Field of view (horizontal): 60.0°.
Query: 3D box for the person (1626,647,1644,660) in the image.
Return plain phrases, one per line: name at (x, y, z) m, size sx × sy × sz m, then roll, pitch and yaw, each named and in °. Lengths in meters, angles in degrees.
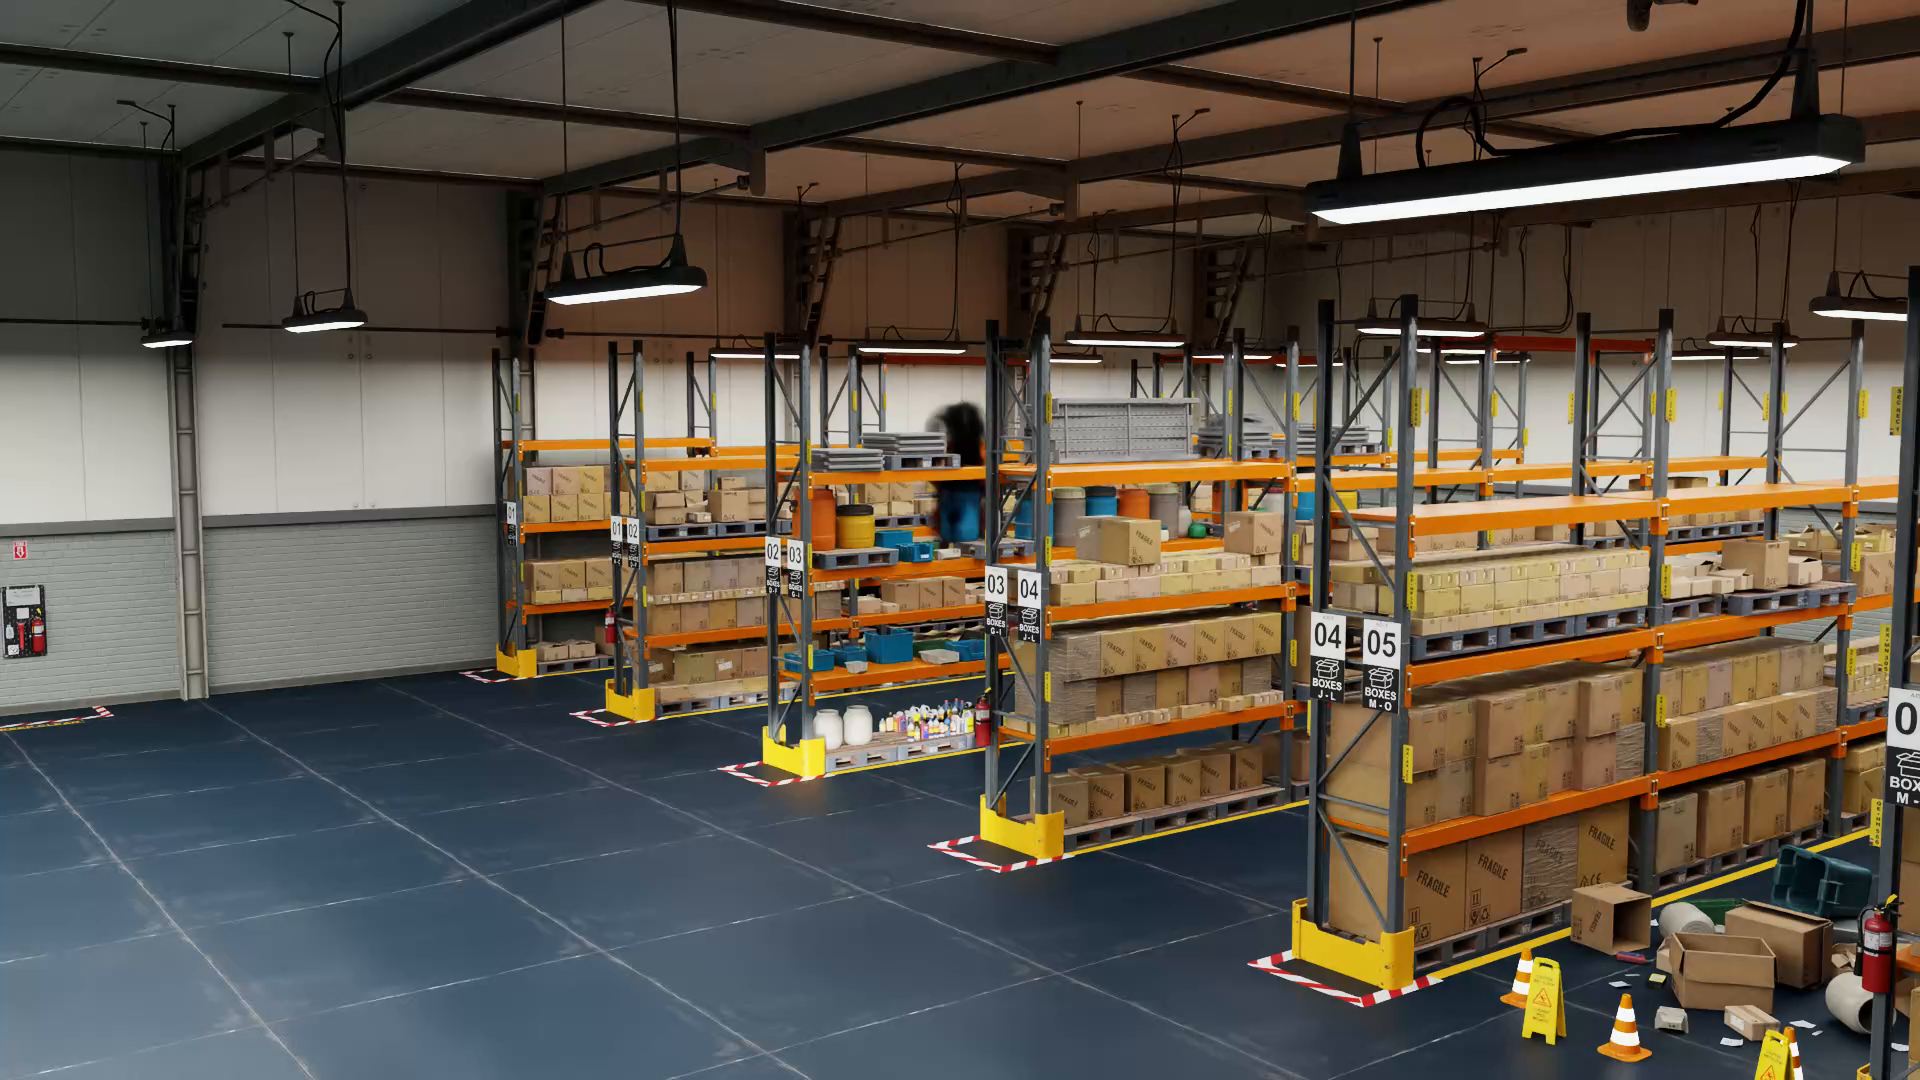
person at (9.560, 2.272, 23.495) m, size 0.818 × 1.713 × 0.537 m, roll -3°, pitch 6°, yaw -29°
